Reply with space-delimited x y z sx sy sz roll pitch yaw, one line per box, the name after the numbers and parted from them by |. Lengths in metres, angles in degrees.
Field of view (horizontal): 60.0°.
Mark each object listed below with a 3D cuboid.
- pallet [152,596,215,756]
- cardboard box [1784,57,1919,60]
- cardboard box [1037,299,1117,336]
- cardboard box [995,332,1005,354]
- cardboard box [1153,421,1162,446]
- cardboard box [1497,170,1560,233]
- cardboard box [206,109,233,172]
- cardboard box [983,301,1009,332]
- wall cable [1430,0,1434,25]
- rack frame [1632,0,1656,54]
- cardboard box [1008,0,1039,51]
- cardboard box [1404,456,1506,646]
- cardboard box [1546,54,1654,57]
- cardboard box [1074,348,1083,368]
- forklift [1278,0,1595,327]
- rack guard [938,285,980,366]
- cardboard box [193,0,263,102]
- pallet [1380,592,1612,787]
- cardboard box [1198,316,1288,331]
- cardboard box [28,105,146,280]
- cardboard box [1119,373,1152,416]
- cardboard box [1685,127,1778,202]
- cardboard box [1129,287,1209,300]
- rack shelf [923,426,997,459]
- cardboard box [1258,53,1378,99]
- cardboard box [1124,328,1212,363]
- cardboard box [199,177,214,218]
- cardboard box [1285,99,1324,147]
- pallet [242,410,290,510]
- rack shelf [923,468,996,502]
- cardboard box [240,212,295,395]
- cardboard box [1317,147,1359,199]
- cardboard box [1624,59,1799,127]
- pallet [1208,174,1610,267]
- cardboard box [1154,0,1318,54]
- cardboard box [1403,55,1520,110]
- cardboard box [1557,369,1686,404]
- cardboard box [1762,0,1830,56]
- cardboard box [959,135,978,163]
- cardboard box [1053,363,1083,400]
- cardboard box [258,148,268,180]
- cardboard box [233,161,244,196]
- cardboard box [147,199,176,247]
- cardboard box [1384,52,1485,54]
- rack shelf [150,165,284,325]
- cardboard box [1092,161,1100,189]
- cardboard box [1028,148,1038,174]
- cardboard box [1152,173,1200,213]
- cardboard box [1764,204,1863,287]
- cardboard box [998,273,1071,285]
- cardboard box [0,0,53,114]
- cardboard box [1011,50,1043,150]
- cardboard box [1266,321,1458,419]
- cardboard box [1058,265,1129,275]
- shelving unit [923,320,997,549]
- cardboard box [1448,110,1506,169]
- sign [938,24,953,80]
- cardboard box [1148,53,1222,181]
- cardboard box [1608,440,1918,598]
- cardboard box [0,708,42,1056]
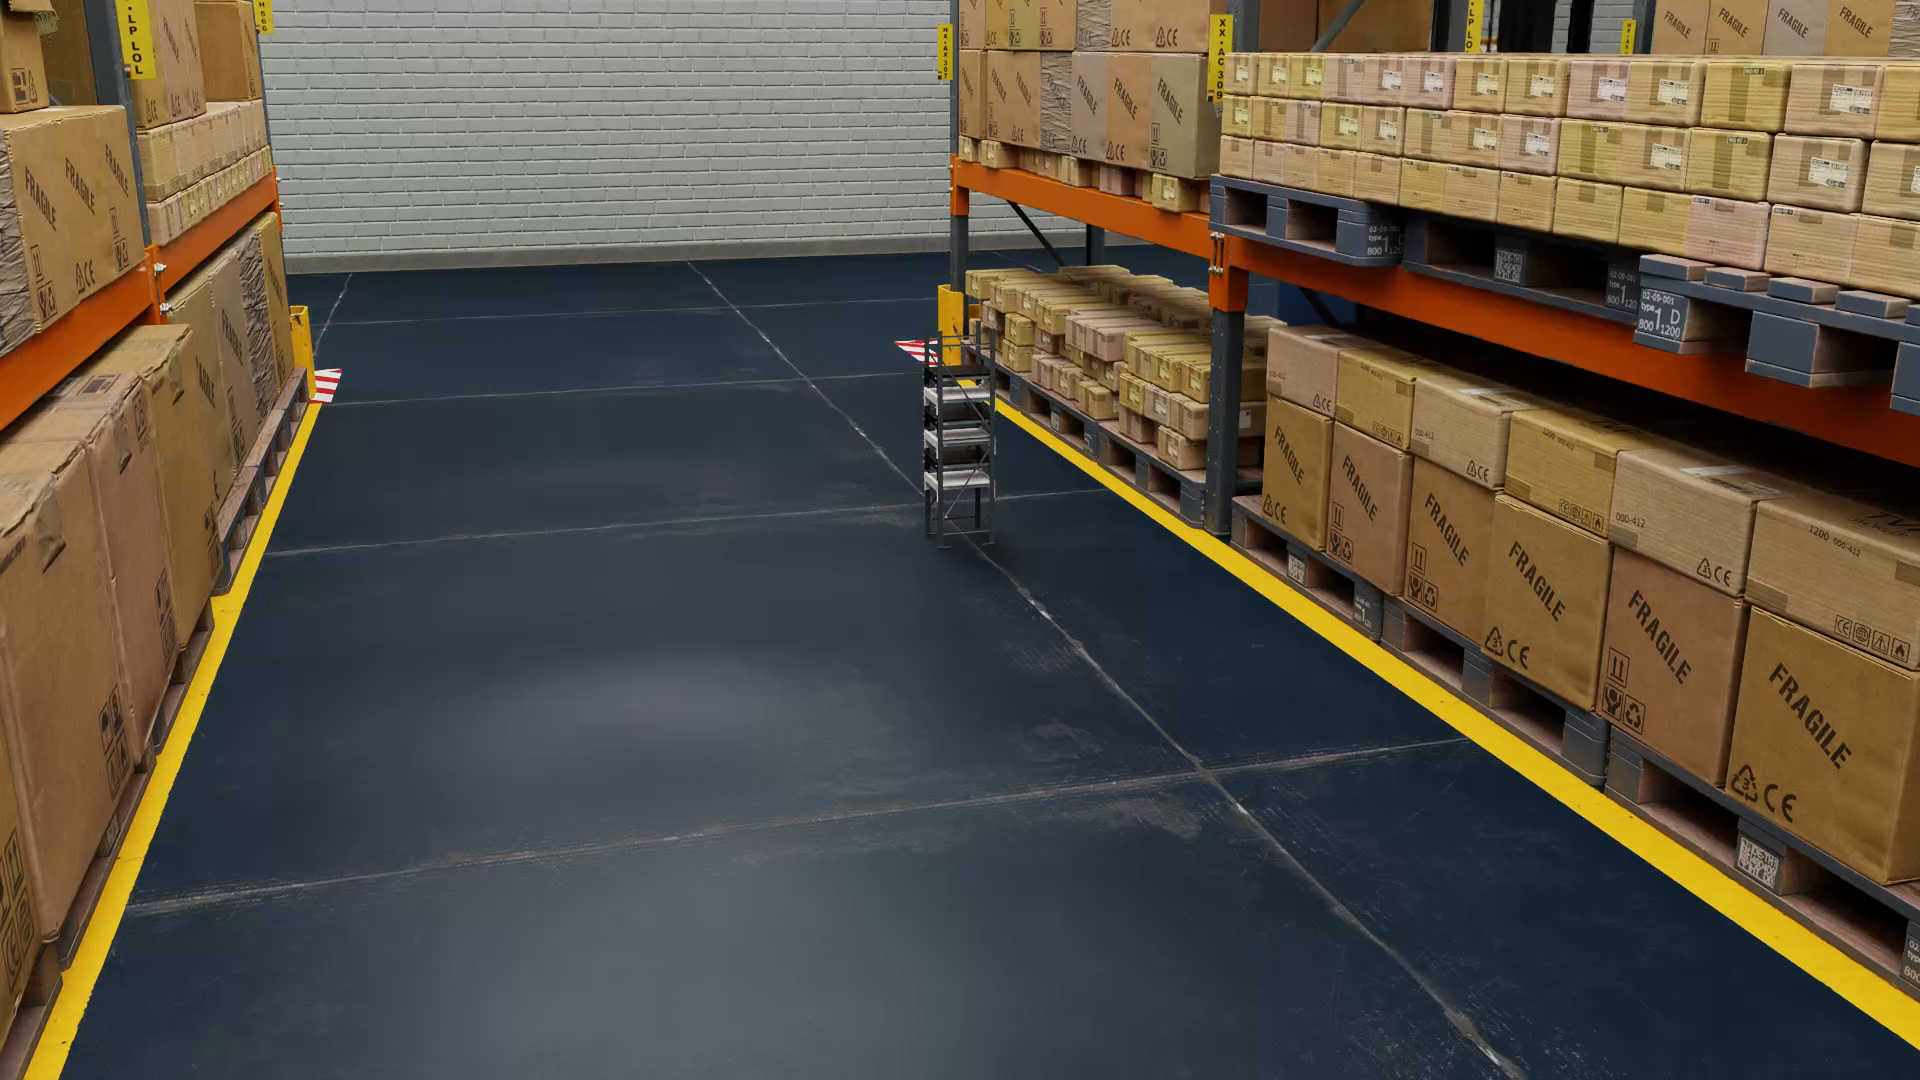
-2.979 0.406 5.235 1.003 0.211 1.213 -5 17 -15 | pallet
2.404 -1.194 4.387 0.380 0.149 0.250 -4 17 -13 | cardboard box
0.632 -1.195 8.906 0.380 0.149 0.250 -4 17 -14 | cardboard box
0.421 -1.208 9.984 0.380 0.149 0.250 -5 17 -15 | cardboard box
1.107 -0.497 7.620 0.380 0.149 0.250 -4 17 -14 | cardboard box
1.708 -0.931 4.545 0.380 0.149 0.250 -4 17 -14 | cardboard box
-3.548 -1.777 7.396 0.500 0.250 0.500 -5 17 -15 | cardboard box
0.353 -1.341 9.910 0.380 0.149 0.250 -5 17 -16 | cardboard box
4.955 -5.187 17.241 0.588 1.984 0.122 -5 17 -15 | wall cable
5.166 -3.027 11.816 1.000 3.000 0.127 -5 17 -15 | rack frame
0.569 -2.847 8.788 0.500 0.500 0.500 -5 17 -16 | cardboard box
1.786 0.010 5.320 0.500 0.500 0.500 -4 17 -14 | cardboard box
2.112 -1.485 5.354 0.380 0.149 0.250 -5 18 -17 | cardboard box
0.814 -0.987 8.734 0.380 0.149 0.250 -4 17 -13 | cardboard box
2.696 -1.905 8.198 1.130 2.935 3.031 -4 17 -14 | forklift
0.455 -1.390 10.710 1.175 0.500 0.348 -5 17 -15 | rack guard
-3.976 -2.560 8.700 0.500 0.500 0.500 -4 17 -15 | cardboard box
2.088 0.387 5.296 1.003 0.211 1.213 -5 17 -15 | pallet
1.418 -1.028 8.352 0.380 0.149 0.250 -4 17 -14 | cardboard box
-2.872 -1.078 5.152 0.500 0.500 0.500 -5 17 -15 | cardboard box
0.965 -0.688 7.738 0.380 0.149 0.250 -5 18 -17 | cardboard box
1.910 -0.865 3.809 0.380 0.149 0.250 -4 17 -14 | cardboard box
1.168 -1.320 9.324 0.380 0.149 0.250 -4 17 -13 | cardboard box
-0.002 -0.401 6.840 0.258 0.077 0.200 -5 17 -15 | rack shelf
1.282 -1.645 5.888 0.380 0.149 0.250 -4 17 -14 | cardboard box
1.006 -0.914 7.972 0.380 0.149 0.250 -4 17 -13 | cardboard box
-3.314 -1.414 6.882 0.380 0.149 0.250 -5 17 -16 | cardboard box
1.344 -1.437 5.711 0.380 0.149 0.250 -4 17 -14 | cardboard box
-3.736 -0.357 7.772 1.003 0.211 1.213 -5 17 -15 | pallet
-0.002 -0.229 6.891 0.258 0.077 0.200 -5 17 -15 | rack shelf
-4.110 -1.257 8.885 0.875 0.875 0.875 -5 17 -15 | cardboard box
1.414 -1.222 5.513 0.380 0.149 0.250 -5 17 -15 | cardboard box
1.842 -1.076 3.992 0.380 0.149 0.250 -4 17 -14 | cardboard box
1.604 -1.187 6.023 1.003 0.211 1.213 -5 17 -15 | pallet
1.145 -2.279 6.898 0.500 0.500 0.500 -5 18 -17 | cardboard box
1.556 -1.364 4.953 0.380 0.149 0.250 -4 17 -13 | cardboard box
2.269 -0.390 5.349 0.500 0.250 0.500 -6 18 -18 | cardboard box
5.322 -3.115 10.195 0.500 0.500 0.500 -5 17 -16 | cardboard box
0.208 -2.372 10.072 0.380 0.149 0.250 -5 17 -16 | cardboard box
0.709 -0.847 8.783 0.380 0.149 0.250 -5 17 -15 | cardboard box
-3.875 -1.979 8.764 0.380 0.149 0.250 -5 17 -15 | cardboard box
-3.594 -1.697 7.824 0.380 0.149 0.250 -5 17 -15 | cardboard box
-3.025 -1.125 5.921 0.380 0.149 0.250 -5 17 -15 | cardboard box
1.832 -1.772 6.309 0.380 0.149 0.250 -4 17 -13 | cardboard box
-3.813 -1.346 7.470 1.077 0.370 4.000 -5 17 -15 | rack shelf
0.869 -1.804 8.180 0.380 0.149 0.250 -5 17 -16 | cardboard box
0.594 -2.089 9.128 0.380 0.149 0.250 -5 17 -16 | cardboard box
1.055 -1.504 7.183 0.380 0.149 0.250 -5 17 -17 | cardboard box
1.989 -0.645 3.592 0.380 0.149 0.250 -5 17 -15 | cardboard box
0.443 -1.490 9.891 0.380 0.149 0.250 -4 17 -14 | cardboard box
-3.080 -1.490 4.780 0.797 0.503 0.637 -5 17 -17 | cardboard box
0.586 -2.370 8.937 0.500 0.500 0.500 -4 17 -15 | cardboard box
1.483 -0.639 6.178 0.500 0.250 0.500 -5 18 -18 | cardboard box
0.824 -1.602 10.264 0.380 0.149 0.250 -4 17 -15 | cardboard box
-0.002 -0.433 6.830 0.258 0.900 0.210 -5 17 -15 | shelving unit
1.632 -1.147 4.747 0.380 0.149 0.250 -5 17 -16 | cardboard box
-0.087 -2.980 10.153 0.100 0.325 0.005 -5 17 -15 | sign
1.129 -1.803 7.051 0.500 0.500 0.500 -5 17 -15 | cardboard box
2.044 -0.066 4.268 0.500 0.250 0.500 -4 17 -14 | cardboard box
-2.333 0.593 2.728 1.225 0.875 0.875 -6 18 -18 | cardboard box
